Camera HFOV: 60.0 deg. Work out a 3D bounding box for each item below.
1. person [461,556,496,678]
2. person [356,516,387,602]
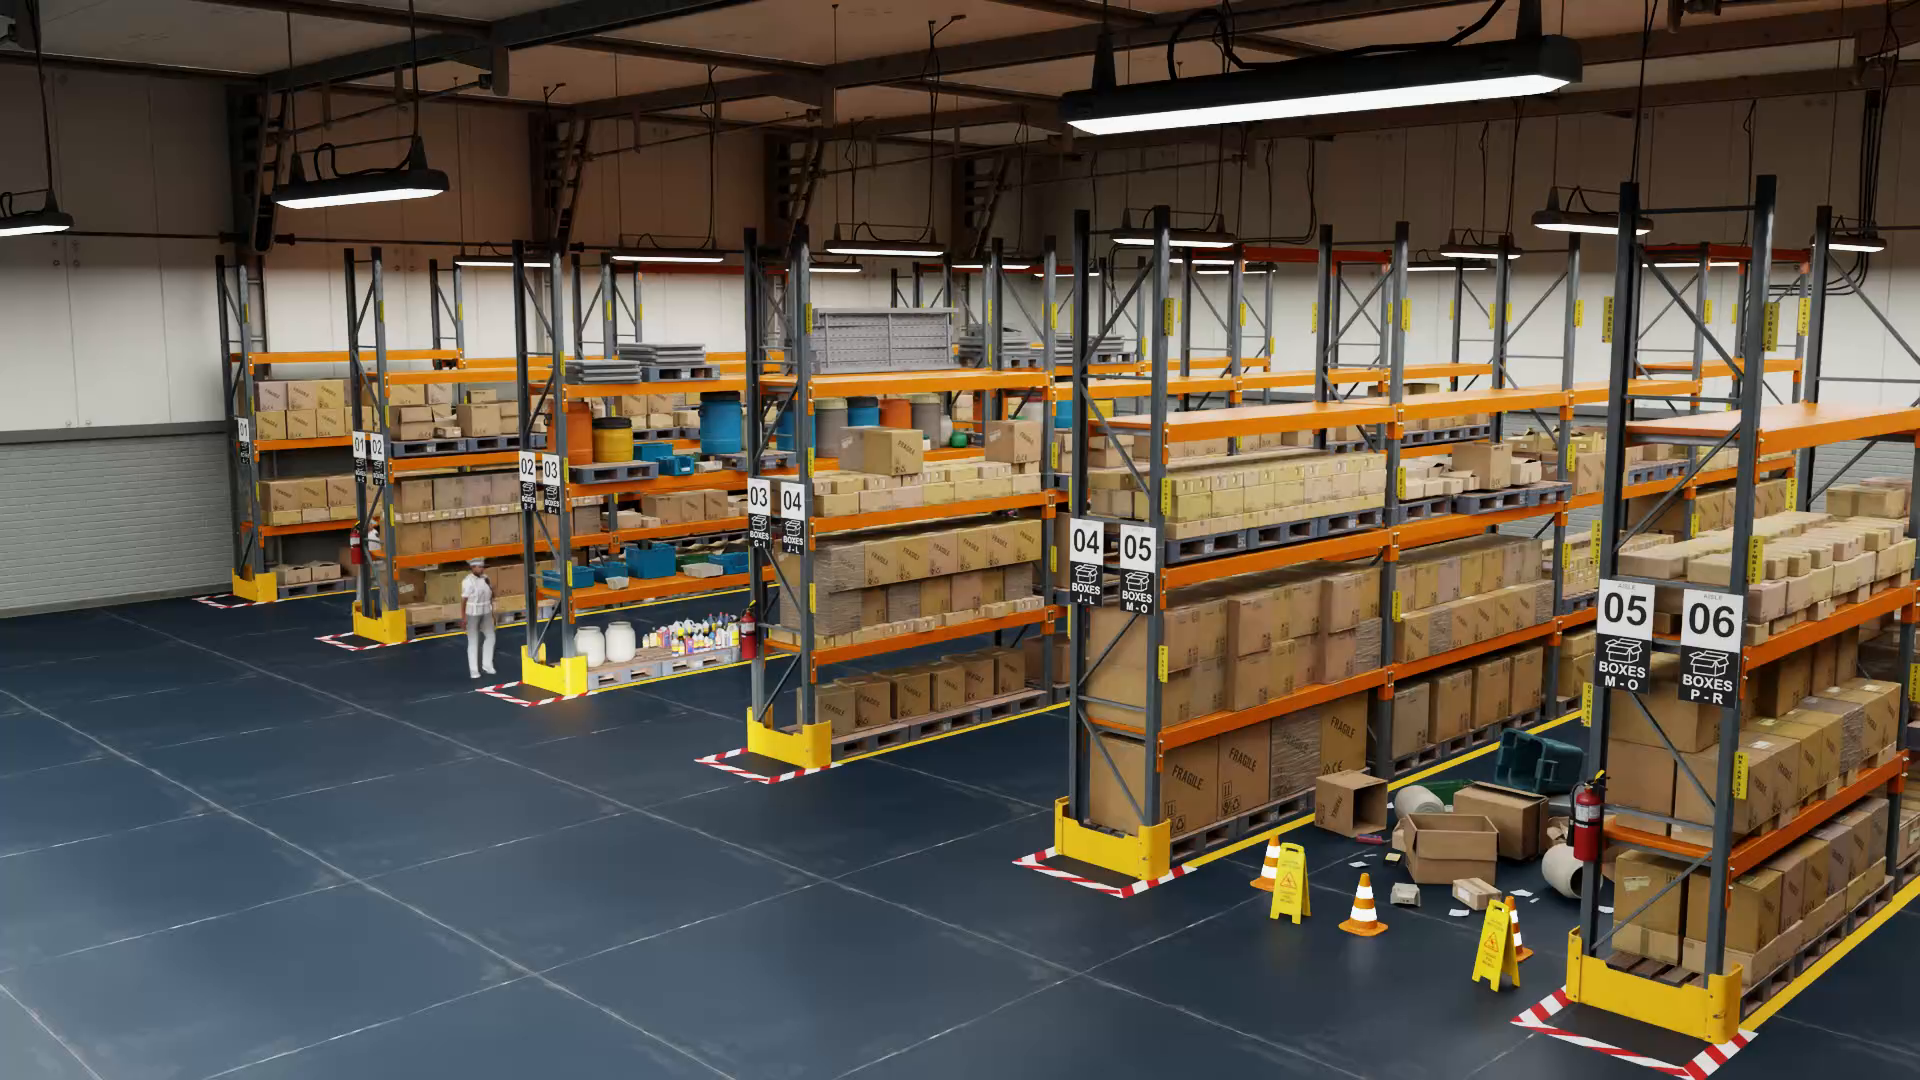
[{"bbox_3d":[-6.739,1.093,23.263,0.357,1.760,0.543,6,10,37],"label":"person"},{"bbox_3d":[-9.834,0.428,27.806,0.530,1.699,0.657,8,11,43],"label":"person"}]
